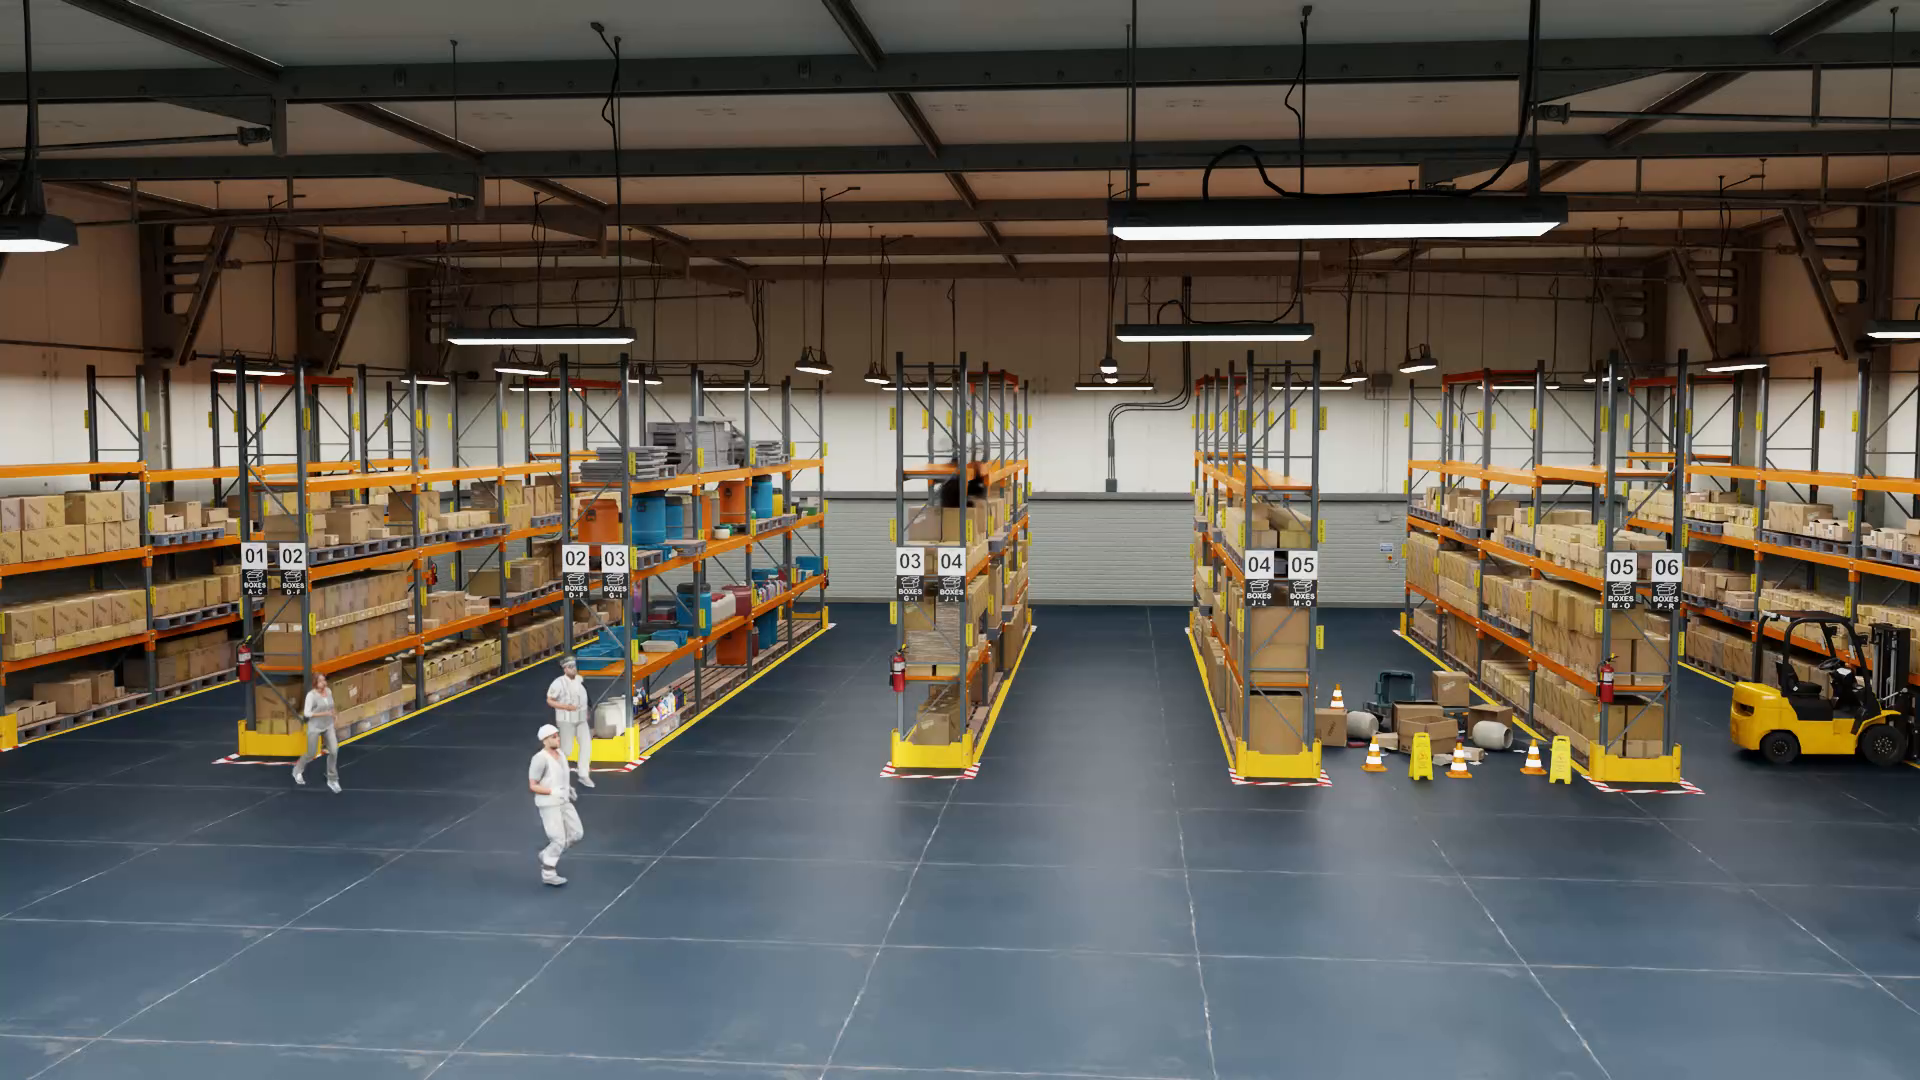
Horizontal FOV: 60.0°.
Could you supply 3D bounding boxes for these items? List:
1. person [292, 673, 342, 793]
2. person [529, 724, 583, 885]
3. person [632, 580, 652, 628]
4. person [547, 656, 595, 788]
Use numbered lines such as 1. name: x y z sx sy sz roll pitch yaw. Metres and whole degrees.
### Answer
1. person: -8.719 2.644 22.595 0.850 1.536 0.547 3 5 37
2. person: -4.346 2.852 17.938 0.598 1.740 0.648 2 4 22
3. person: -7.088 1.603 36.840 0.547 1.562 0.743 0 4 2
4. person: -5.378 2.492 22.935 0.829 1.797 0.672 4 5 42
